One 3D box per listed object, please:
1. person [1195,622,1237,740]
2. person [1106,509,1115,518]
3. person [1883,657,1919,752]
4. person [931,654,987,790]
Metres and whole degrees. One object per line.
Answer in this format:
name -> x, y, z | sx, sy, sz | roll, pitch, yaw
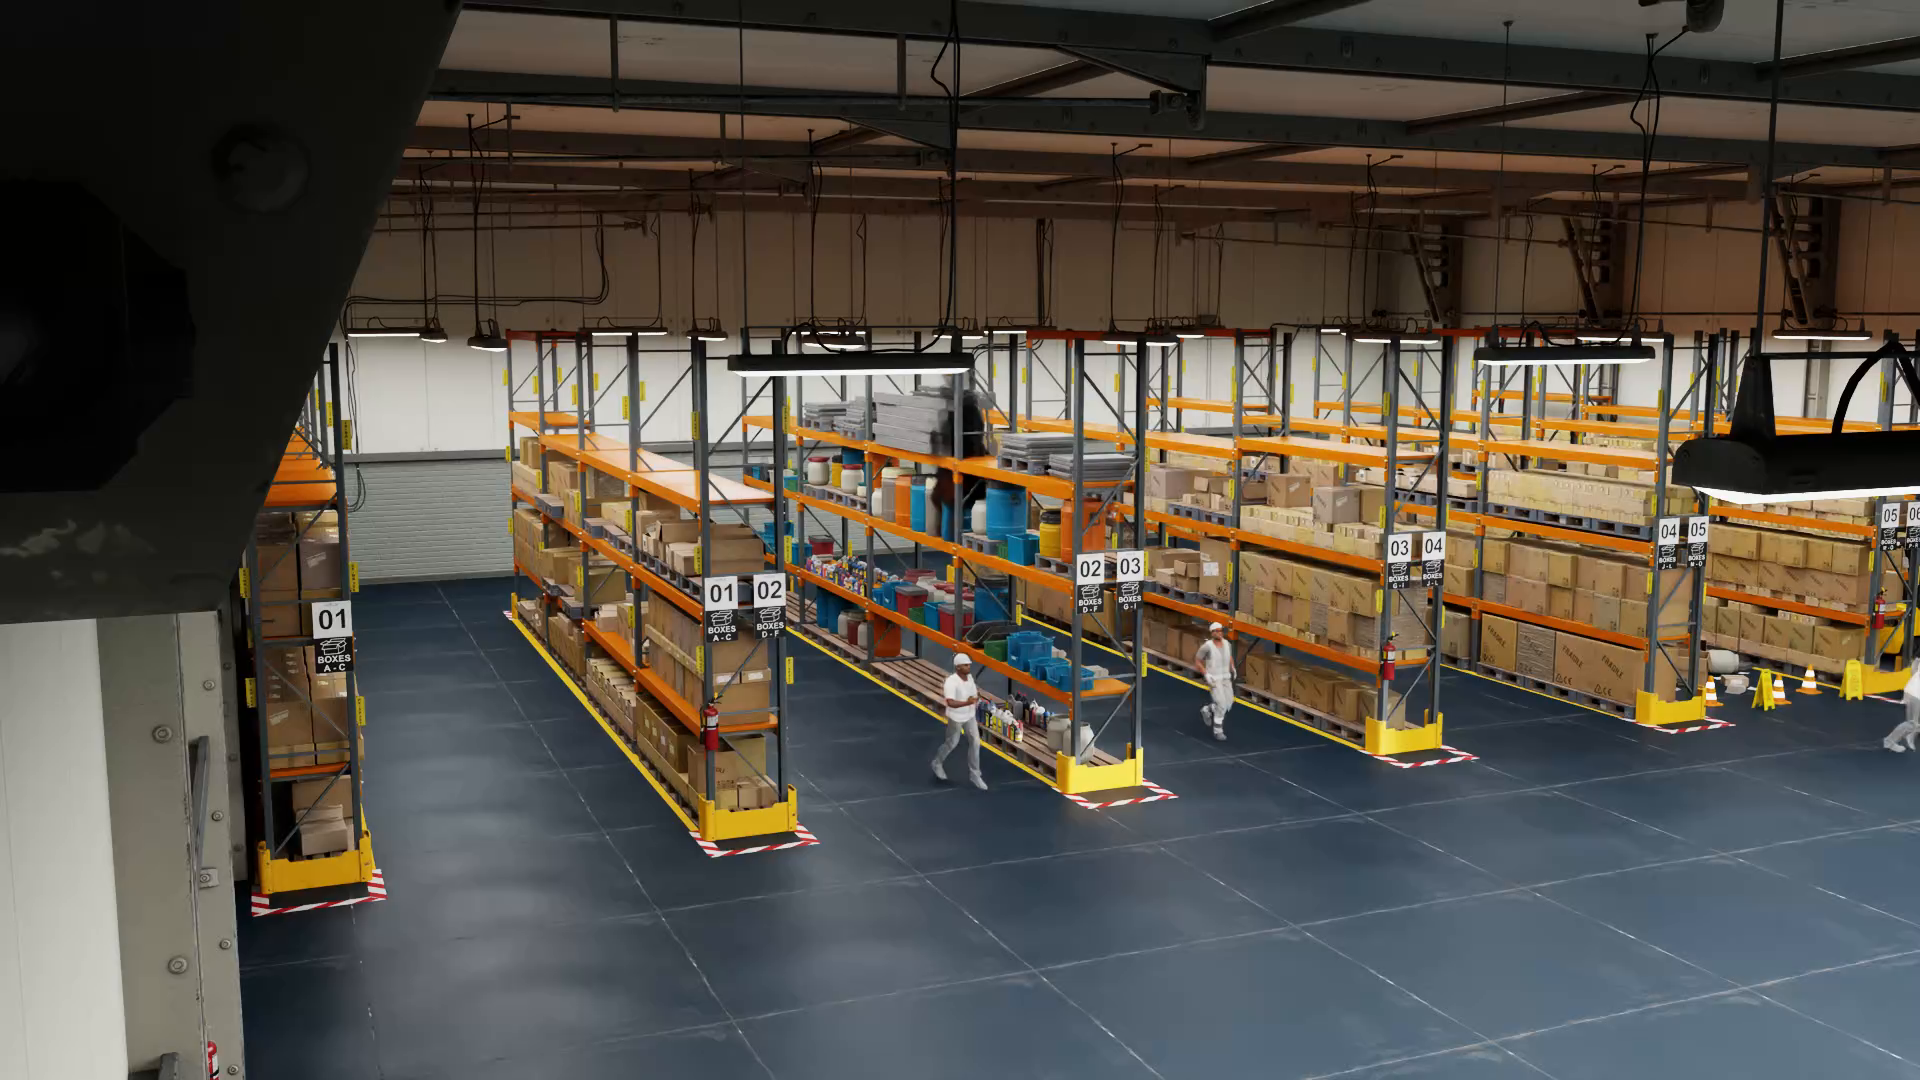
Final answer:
person -> 3.838, 2.093, 24.909 | 0.651, 1.757, 0.573 | -4, 9, -29
person -> 3.609, -0.102, 41.076 | 0.697, 1.711, 0.606 | 1, 8, 9
person -> 13.903, 2.264, 23.998 | 0.933, 1.606, 0.689 | 3, 9, 24
person -> -0.008, 2.342, 22.336 | 0.878, 1.672, 0.681 | 7, 10, 42
